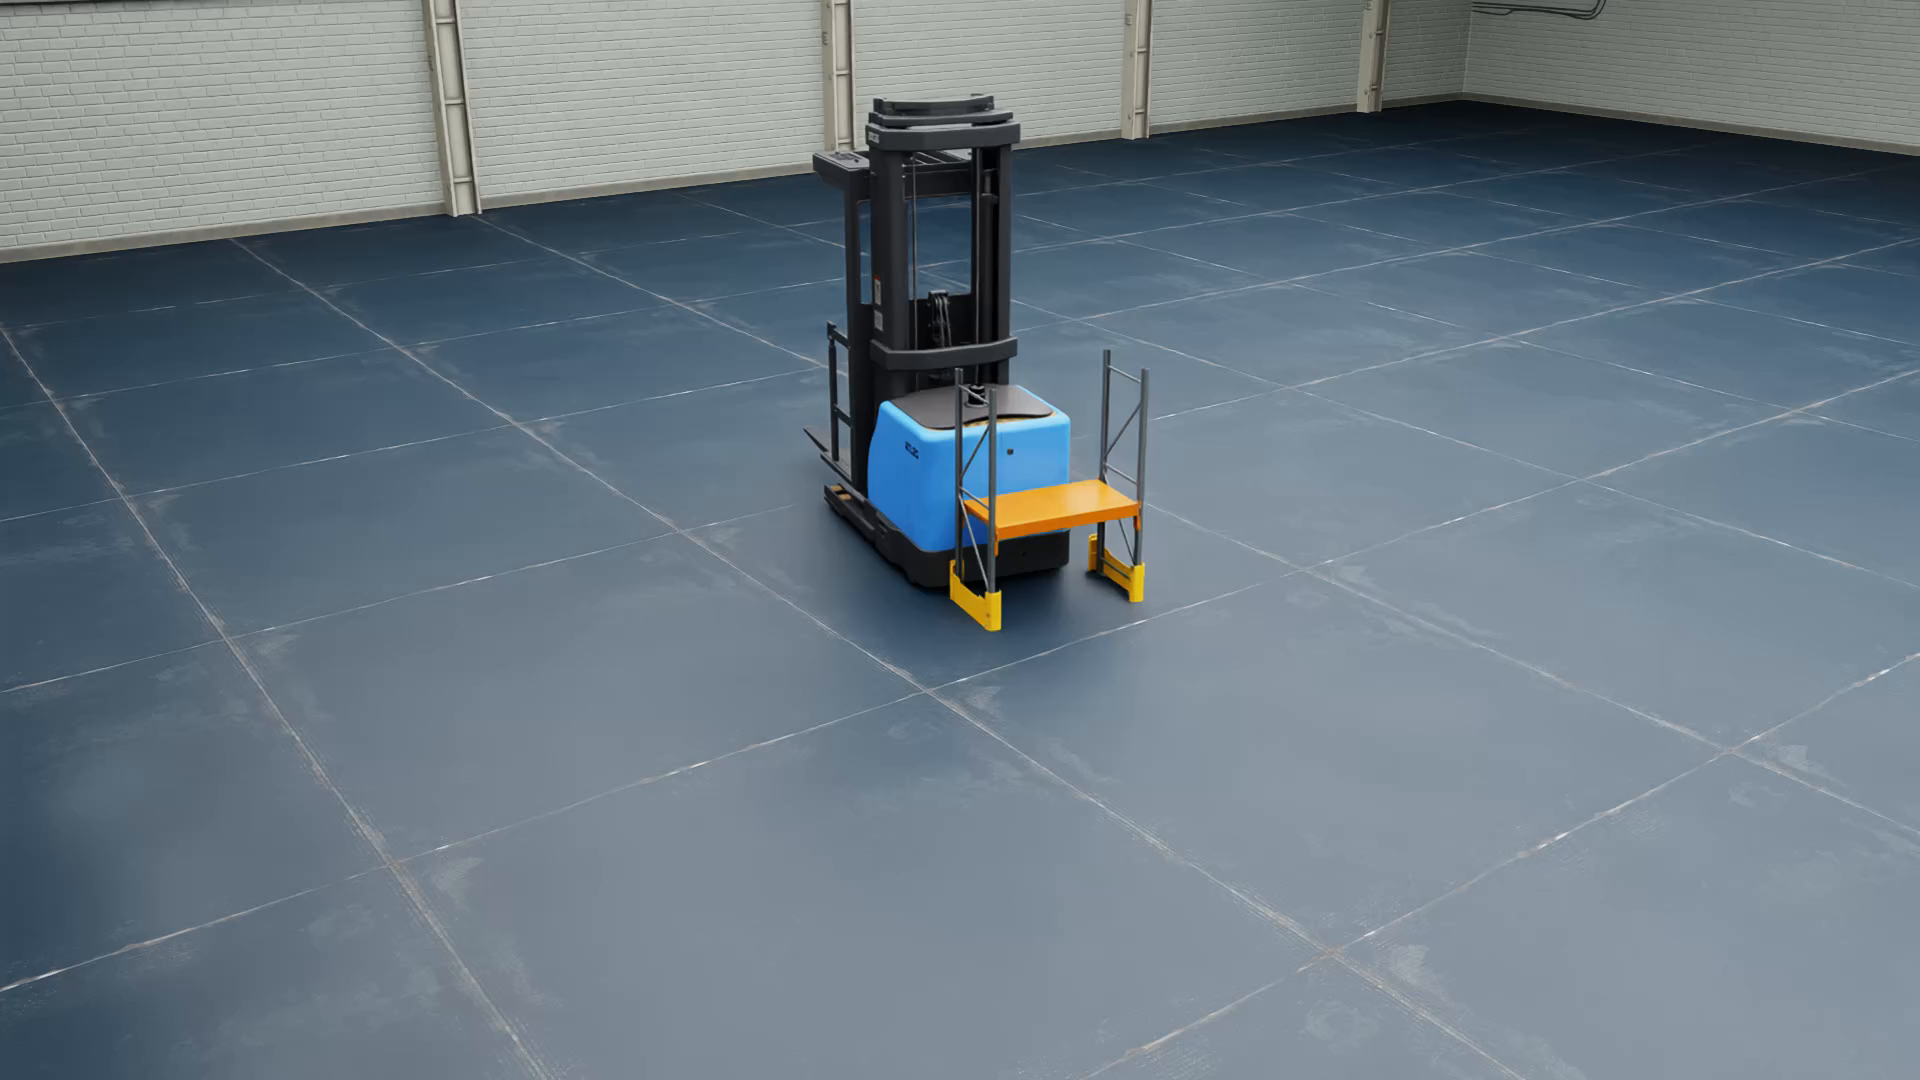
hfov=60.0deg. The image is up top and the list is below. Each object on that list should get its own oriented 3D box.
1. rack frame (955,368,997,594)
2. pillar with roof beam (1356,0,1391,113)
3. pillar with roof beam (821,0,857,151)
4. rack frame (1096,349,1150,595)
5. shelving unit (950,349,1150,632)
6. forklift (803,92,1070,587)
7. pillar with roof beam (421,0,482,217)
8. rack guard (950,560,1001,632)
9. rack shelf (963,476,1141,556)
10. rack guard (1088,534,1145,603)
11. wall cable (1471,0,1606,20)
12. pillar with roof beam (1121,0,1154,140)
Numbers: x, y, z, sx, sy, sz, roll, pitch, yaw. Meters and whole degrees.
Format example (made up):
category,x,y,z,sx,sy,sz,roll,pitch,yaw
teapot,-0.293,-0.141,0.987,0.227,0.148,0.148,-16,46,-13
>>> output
category,x,y,z,sx,sy,sz,roll,pitch,yaw
rack frame,0.091,-0.244,9.984,0.032,1.500,0.500,-10,24,-23
pillar with roof beam,10.426,-11.192,27.302,0.400,9.000,9.100,-15,26,-33
pillar with roof beam,0.685,-8.595,20.793,0.400,9.000,9.100,-15,26,-33
rack frame,1.010,-0.405,10.388,0.032,1.500,0.500,-10,24,-23
shelving unit,0.542,-0.323,10.182,1.083,1.500,0.587,-10,24,-23
forklift,-0.328,-1.577,11.393,1.130,2.935,3.031,-9,23,-21
pillar with roof beam,-4.186,-7.296,17.539,0.400,9.000,9.100,-15,26,-33
rack guard,0.092,0.336,10.216,0.087,0.250,0.587,-10,24,-23
rack shelf,0.551,-0.157,10.252,1.000,0.185,0.538,-10,24,-23
rack guard,0.992,0.179,10.612,0.087,0.250,0.587,-10,24,-23
wall cable,11.075,-11.285,31.724,0.112,2.526,3.097,-15,26,-33
pillar with roof beam,5.555,-9.893,24.048,0.400,9.000,9.100,-15,26,-33
